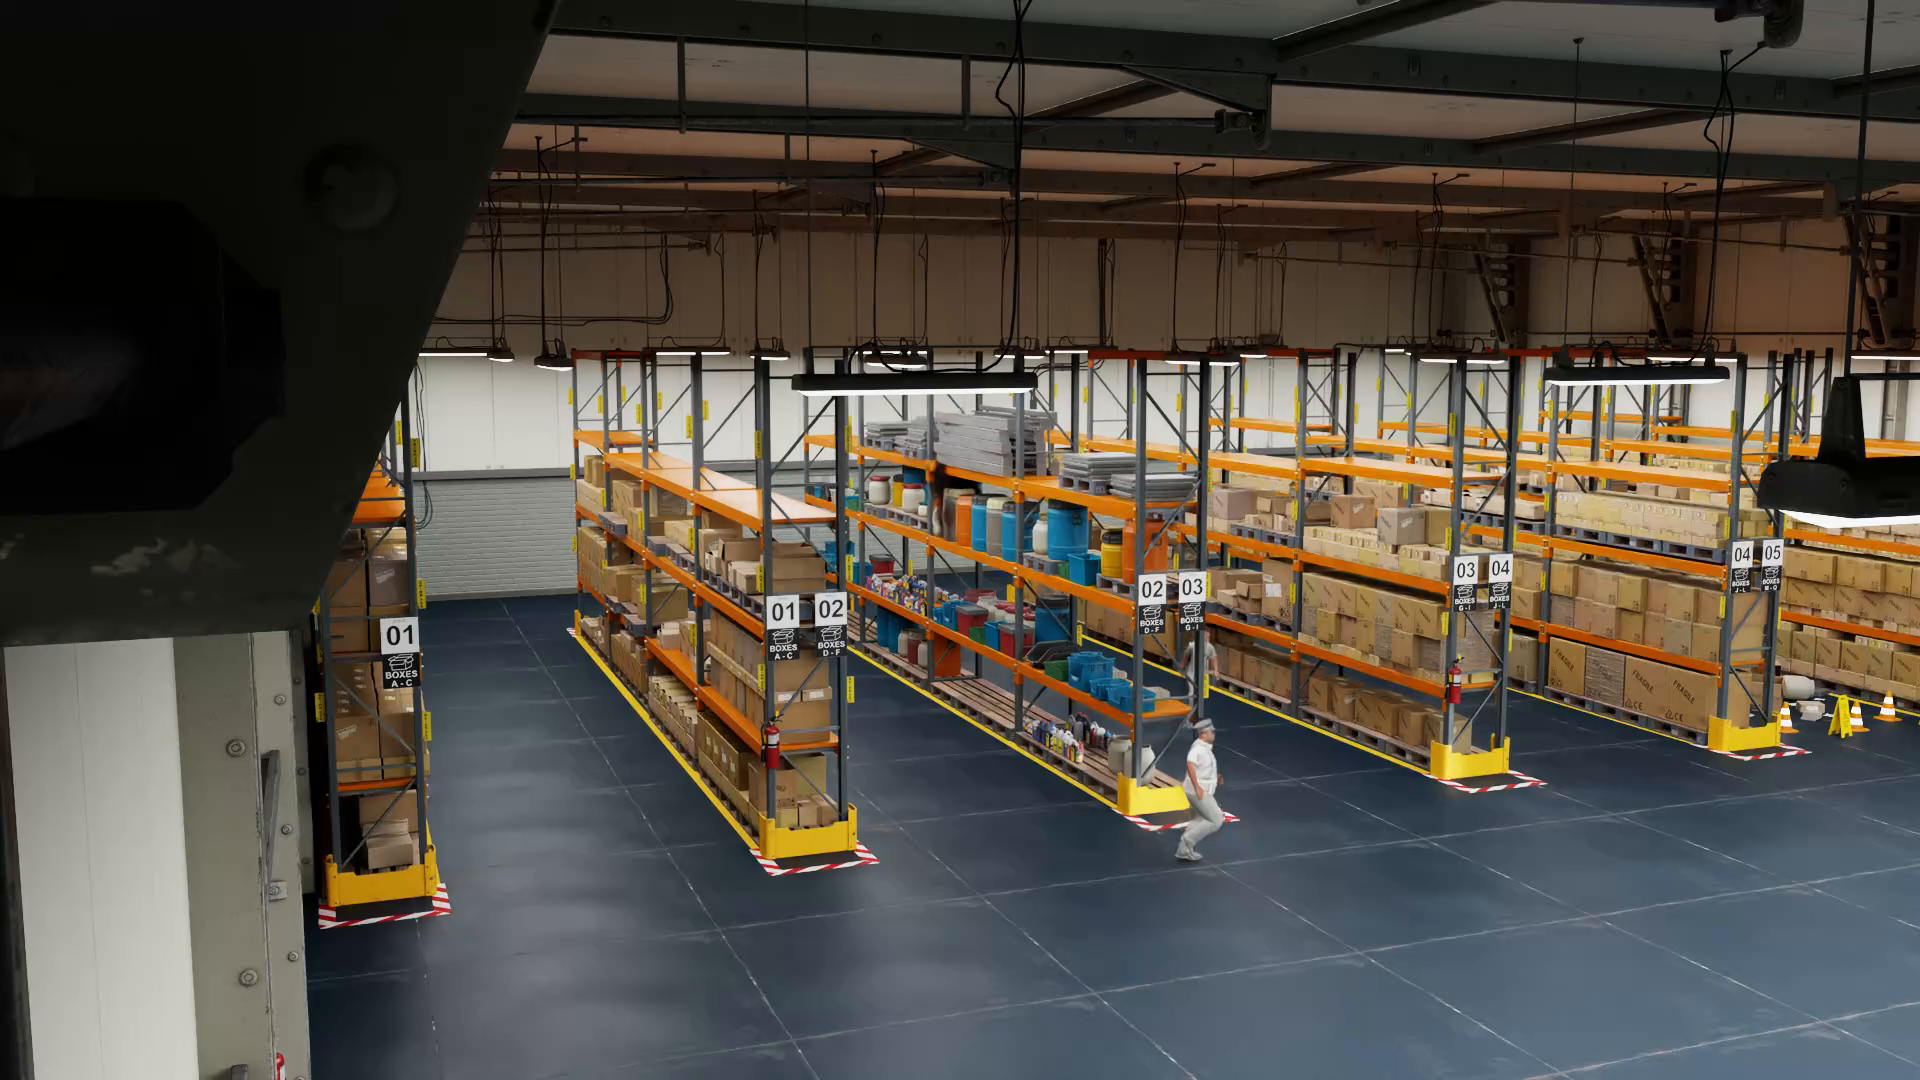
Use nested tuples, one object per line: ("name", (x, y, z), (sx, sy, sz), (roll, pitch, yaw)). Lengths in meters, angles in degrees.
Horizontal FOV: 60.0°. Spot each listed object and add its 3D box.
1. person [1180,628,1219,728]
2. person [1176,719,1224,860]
("person", (3.874, 2.194, 26.951), (0.534, 1.629, 0.752), (-2, 7, -13))
("person", (2.879, 2.999, 19.925), (0.559, 1.733, 0.712), (1, 7, 9))
